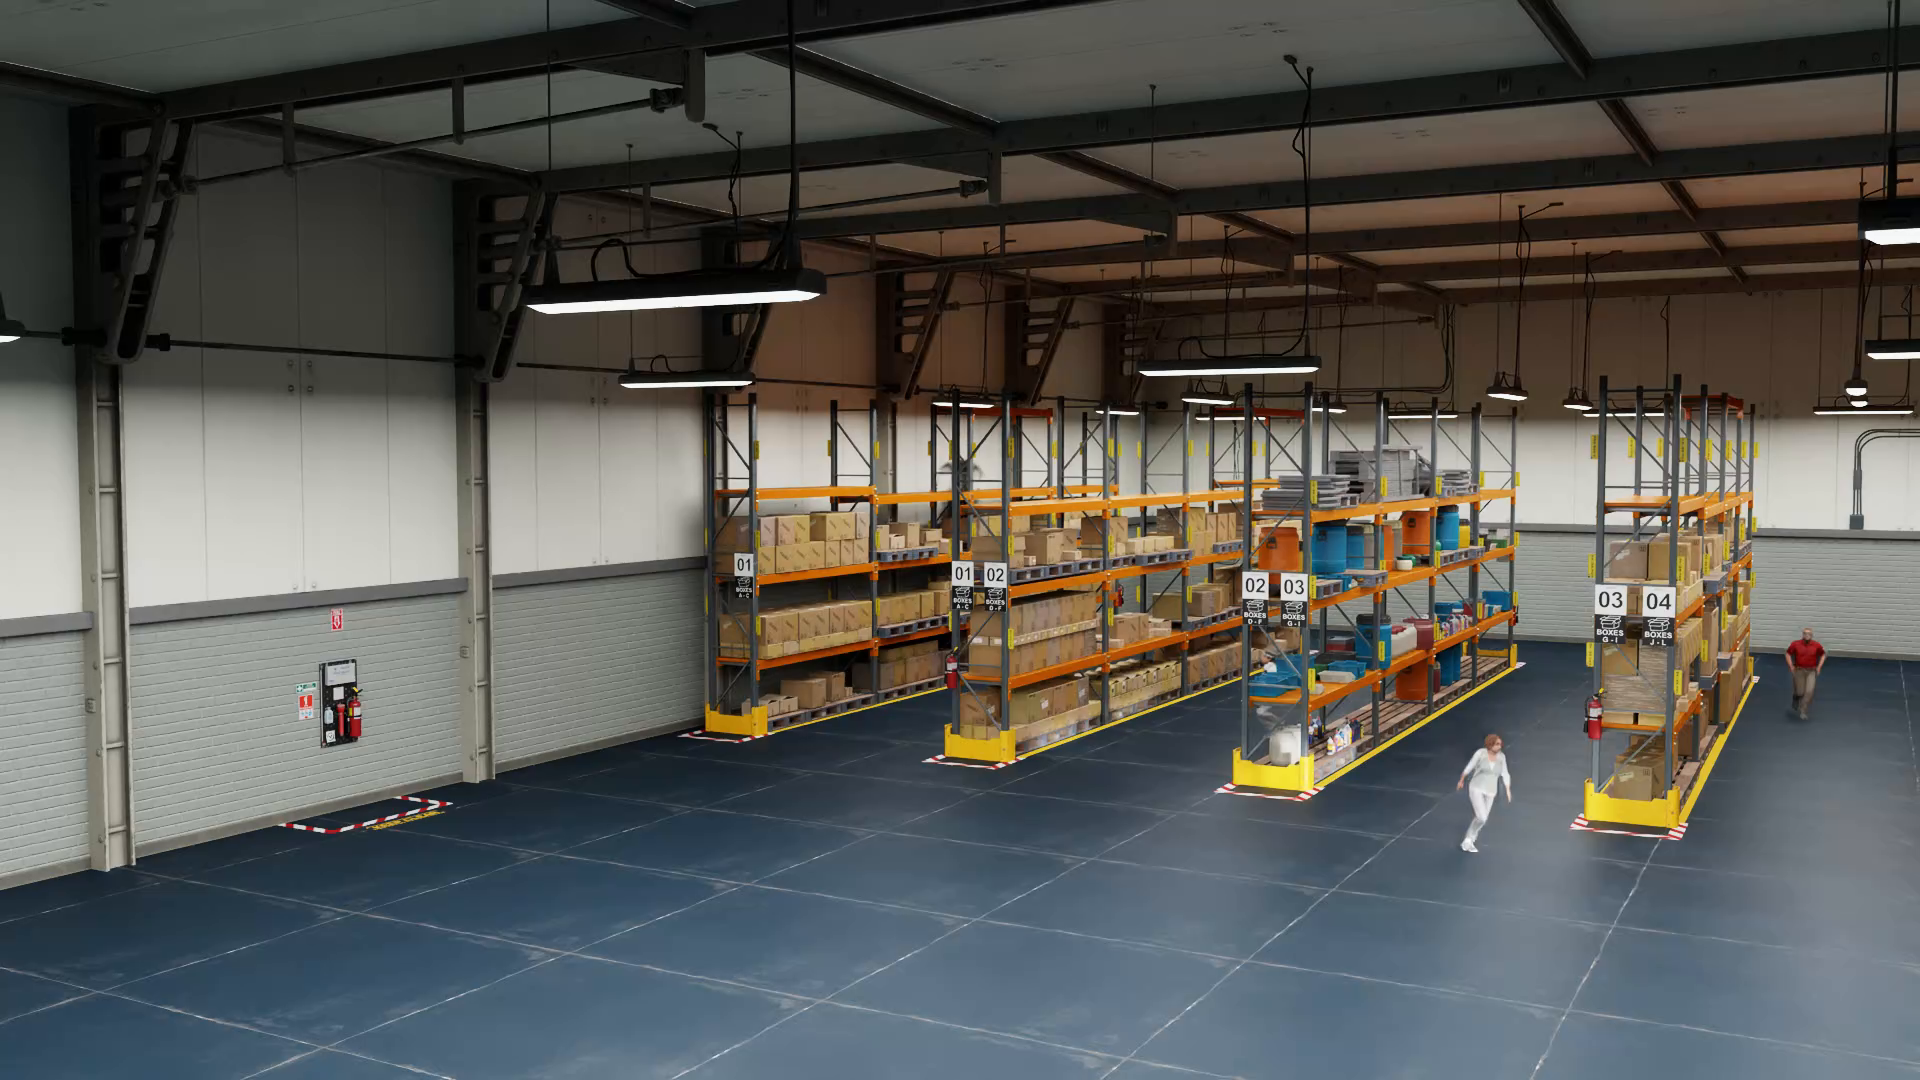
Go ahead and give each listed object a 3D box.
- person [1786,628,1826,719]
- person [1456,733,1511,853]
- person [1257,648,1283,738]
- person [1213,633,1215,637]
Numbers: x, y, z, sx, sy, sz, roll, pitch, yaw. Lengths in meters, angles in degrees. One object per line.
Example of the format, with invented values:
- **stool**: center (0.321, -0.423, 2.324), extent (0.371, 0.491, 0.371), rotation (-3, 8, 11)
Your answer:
- **person**: center (15.858, 2.490, 31.172), extent (0.668, 1.689, 0.635), rotation (1, 3, 15)
- **person**: center (6.474, 3.122, 20.492), extent (0.511, 1.536, 0.689), rotation (-1, 3, -12)
- **person**: center (5.349, 2.671, 28.793), extent (0.468, 1.600, 0.683), rotation (-1, 3, -12)
- **person**: center (6.057, 1.998, 40.907), extent (1.118, 1.499, 0.670), rotation (-3, 4, -44)
